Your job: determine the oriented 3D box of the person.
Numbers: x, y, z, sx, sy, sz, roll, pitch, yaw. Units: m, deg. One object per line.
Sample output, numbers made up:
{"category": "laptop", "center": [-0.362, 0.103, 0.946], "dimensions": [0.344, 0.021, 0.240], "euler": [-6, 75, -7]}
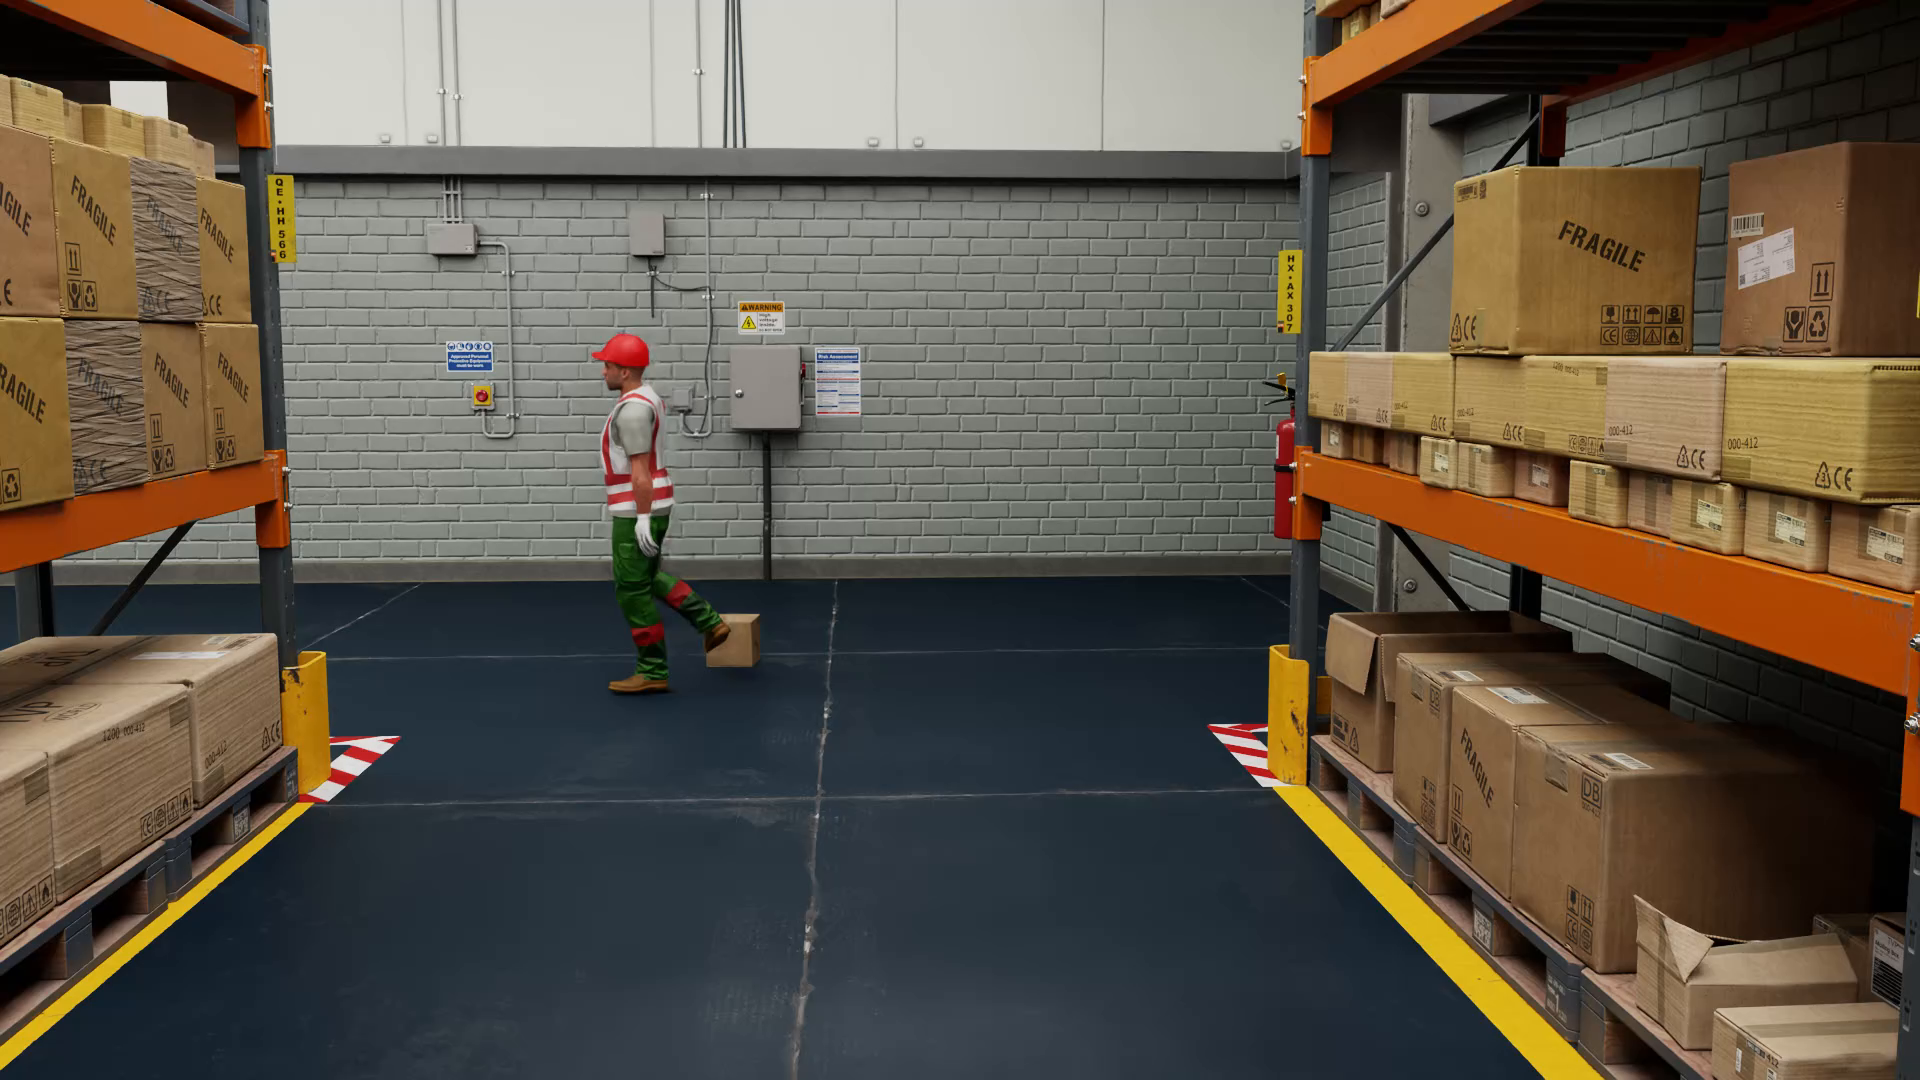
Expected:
{"category": "person", "center": [-1.484, -0.139, 8.316], "dimensions": [0.614, 1.774, 0.747], "euler": [0, 7, -1]}
